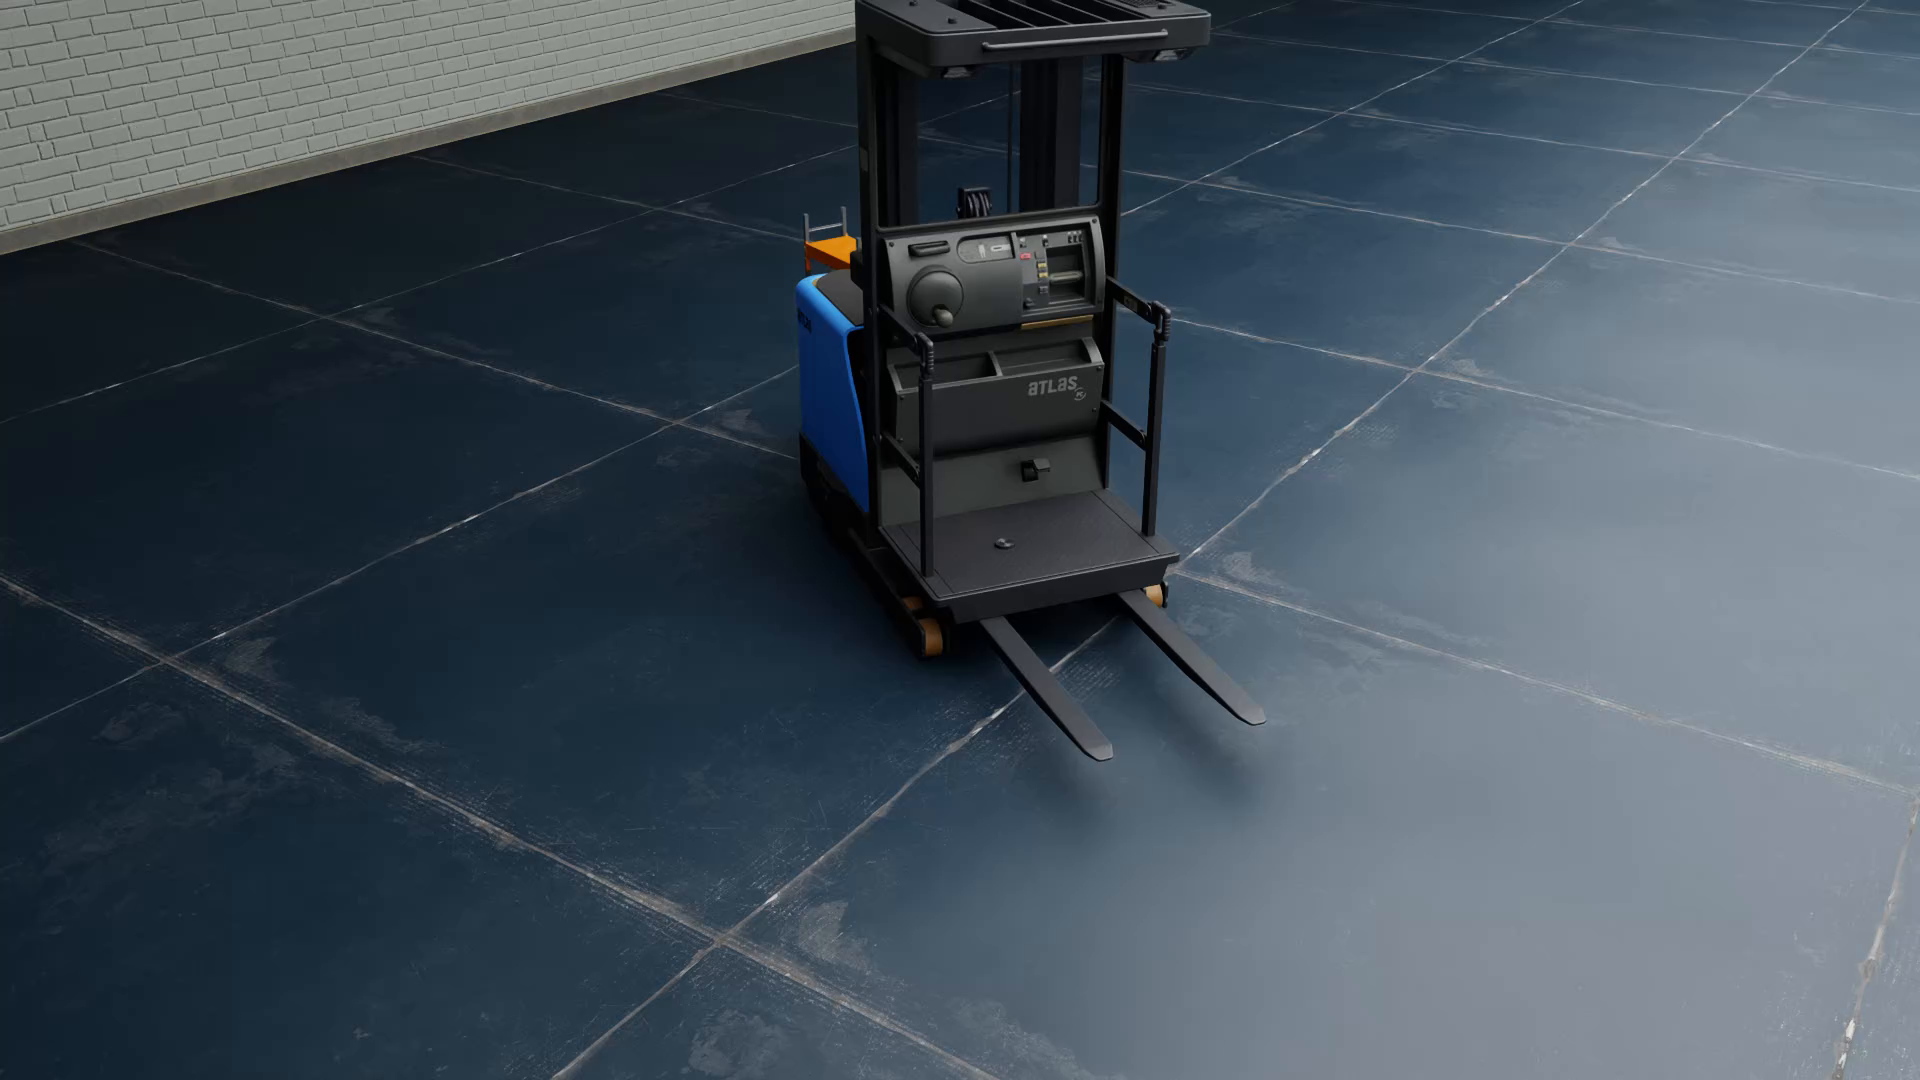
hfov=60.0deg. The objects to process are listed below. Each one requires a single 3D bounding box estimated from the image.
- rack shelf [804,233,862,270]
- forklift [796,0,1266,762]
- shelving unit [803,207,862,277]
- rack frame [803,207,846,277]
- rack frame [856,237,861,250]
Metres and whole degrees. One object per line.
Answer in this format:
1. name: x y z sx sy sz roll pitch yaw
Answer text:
1. rack shelf: -0.534 -1.367 8.210 0.258 0.148 0.480 -18 32 -31
2. forklift: 0.231 -1.041 6.528 1.130 2.935 3.031 -10 29 -19
3. shelving unit: -0.534 -1.017 8.388 0.258 1.200 0.503 -18 32 -31
4. rack frame: -0.676 -1.107 8.565 0.240 1.200 0.015 -18 32 -31
5. rack frame: -0.392 -0.927 8.211 0.240 1.200 0.015 -18 32 -31
